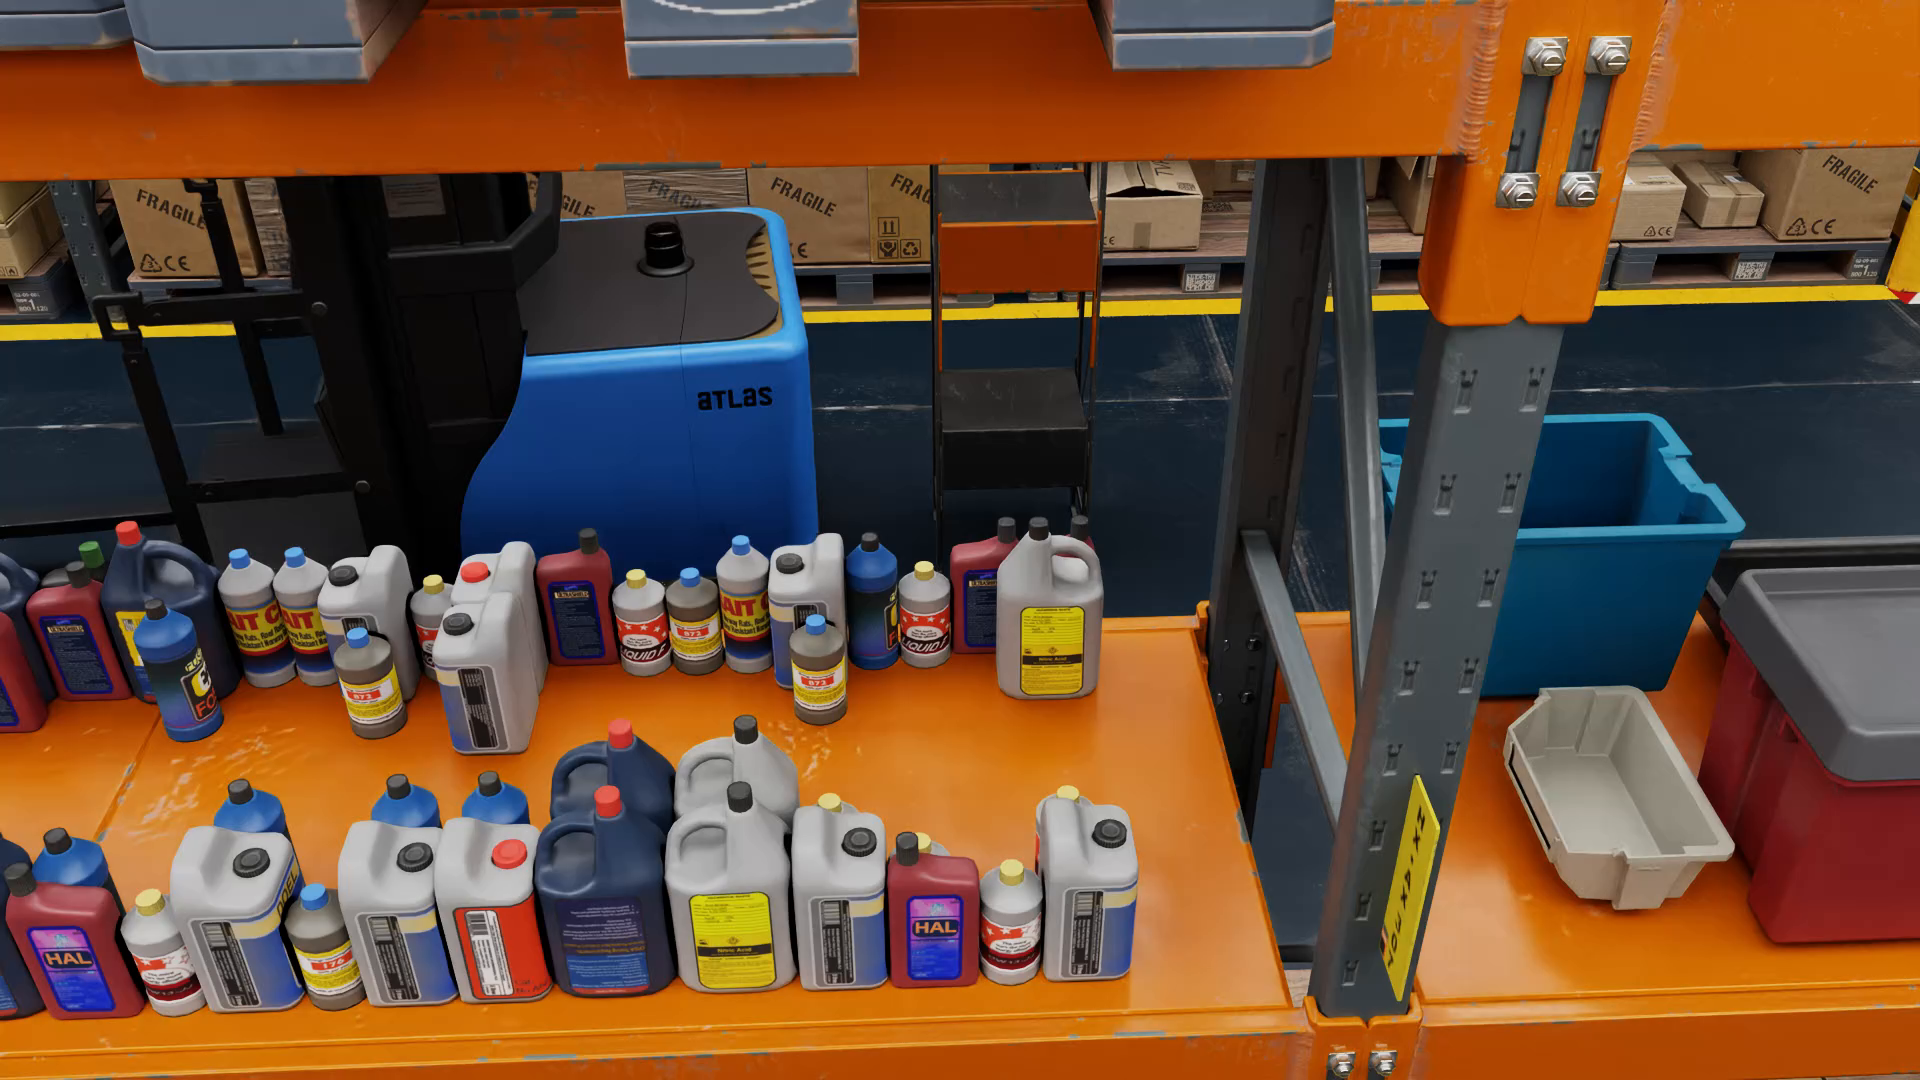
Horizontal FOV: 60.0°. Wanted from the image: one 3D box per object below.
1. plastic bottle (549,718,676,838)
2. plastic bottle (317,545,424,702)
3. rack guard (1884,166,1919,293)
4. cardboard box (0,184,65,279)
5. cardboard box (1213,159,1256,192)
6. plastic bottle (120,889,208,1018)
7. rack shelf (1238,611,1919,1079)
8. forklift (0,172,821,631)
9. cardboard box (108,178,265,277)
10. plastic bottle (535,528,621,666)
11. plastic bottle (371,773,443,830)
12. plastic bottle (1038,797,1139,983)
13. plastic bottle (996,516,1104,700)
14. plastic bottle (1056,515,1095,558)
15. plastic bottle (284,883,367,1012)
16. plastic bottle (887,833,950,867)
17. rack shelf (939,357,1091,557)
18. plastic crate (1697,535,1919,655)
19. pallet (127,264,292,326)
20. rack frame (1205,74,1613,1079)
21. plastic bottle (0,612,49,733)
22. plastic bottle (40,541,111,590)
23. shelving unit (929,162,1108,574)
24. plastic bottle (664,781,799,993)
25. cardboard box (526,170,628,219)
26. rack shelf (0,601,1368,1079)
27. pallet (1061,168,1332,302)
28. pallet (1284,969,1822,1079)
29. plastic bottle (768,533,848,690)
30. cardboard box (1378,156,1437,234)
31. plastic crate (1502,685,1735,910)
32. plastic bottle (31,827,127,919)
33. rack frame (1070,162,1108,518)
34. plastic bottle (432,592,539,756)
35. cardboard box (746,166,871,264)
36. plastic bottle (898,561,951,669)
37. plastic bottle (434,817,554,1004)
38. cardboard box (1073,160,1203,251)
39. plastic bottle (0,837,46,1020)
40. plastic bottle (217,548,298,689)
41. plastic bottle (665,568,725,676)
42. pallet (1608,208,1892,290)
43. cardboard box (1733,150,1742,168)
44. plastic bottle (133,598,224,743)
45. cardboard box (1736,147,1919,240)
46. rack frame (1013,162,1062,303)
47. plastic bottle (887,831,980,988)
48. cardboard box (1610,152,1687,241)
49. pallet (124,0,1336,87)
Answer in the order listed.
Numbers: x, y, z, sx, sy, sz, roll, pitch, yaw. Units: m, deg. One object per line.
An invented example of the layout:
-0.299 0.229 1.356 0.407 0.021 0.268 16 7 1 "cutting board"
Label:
-0.526 0.419 2.552 0.185 0.351 0.144 -2 35 -2 "plastic bottle"
-1.069 0.143 3.016 0.135 0.276 0.152 -2 35 -2 "plastic bottle"
4.257 -1.628 7.664 0.348 0.500 1.175 -2 35 -2 "rack guard"
-4.172 -1.332 7.086 0.500 0.250 0.500 -1 35 -1 "cardboard box"
1.265 -1.780 7.805 0.250 0.149 0.380 -2 35 -2 "cardboard box"
-1.159 0.593 2.431 0.097 0.201 0.097 0 35 0 "plastic bottle"
2.566 0.507 3.013 4.000 0.370 1.077 -2 35 -2 "rack shelf"
-1.986 -1.020 4.648 3.031 2.935 1.130 -5 35 -8 "forklift"
-3.190 -1.446 7.013 0.500 0.500 0.500 0 35 0 "cardboard box"
-0.705 0.104 3.066 0.133 0.283 0.061 -2 35 -2 "plastic bottle"
-0.837 0.469 2.549 0.097 0.271 0.097 0 35 0 "plastic bottle"
0.190 0.511 2.485 0.135 0.276 0.152 -2 35 -2 "plastic bottle"
0.161 0.112 2.996 0.185 0.351 0.144 -2 35 -2 "plastic bottle"
0.182 0.081 3.100 0.133 0.283 0.061 -2 35 -2 "plastic bottle"
-0.928 0.587 2.440 0.097 0.201 0.097 0 35 0 "plastic bottle"
-0.061 0.529 2.524 0.097 0.201 0.097 0 35 0 "plastic bottle"
0.165 -0.281 5.565 0.480 0.518 0.431 -2 35 -2 "rack shelf"
1.674 0.171 3.056 0.590 0.125 0.437 -2 35 -2 "plastic crate"
-2.910 -1.295 7.435 1.213 0.211 1.003 -2 35 -2 "pallet"
0.568 0.265 2.731 0.127 3.000 1.000 -2 35 -2 "rack frame"
-1.710 0.214 2.908 0.133 0.283 0.061 -2 35 -2 "plastic bottle"
-1.584 0.128 3.031 0.133 0.283 0.061 -2 35 -2 "plastic bottle"
0.165 -0.868 5.159 0.503 2.100 0.431 -2 35 -2 "shelving unit"
-0.334 0.496 2.440 0.185 0.351 0.144 -2 35 -2 "plastic bottle"
-1.645 -1.491 7.078 0.500 0.500 0.500 -3 35 -4 "cardboard box"
-1.429 0.615 2.858 4.000 0.370 1.077 -2 35 -2 "rack shelf"
1.024 -1.422 7.619 1.213 0.211 1.003 -2 35 -2 "pallet"
1.301 1.370 3.585 1.213 0.211 1.003 -2 35 -2 "pallet"
-0.277 0.122 3.047 0.135 0.276 0.152 -2 35 -2 "plastic bottle"
2.214 -1.758 7.462 0.637 0.503 0.797 -2 35 -2 "cardboard box"
1.040 0.418 2.690 0.243 0.136 0.396 -2 35 -2 "plastic crate"
-1.295 0.533 2.456 0.097 0.271 0.097 0 35 0 "plastic bottle"
0.409 -0.874 5.168 0.015 2.100 0.400 -2 35 -2 "rack frame"
-0.830 0.224 2.900 0.135 0.276 0.152 -2 35 -2 "plastic bottle"
-0.636 -1.519 7.119 0.500 0.500 0.500 -1 35 -2 "cardboard box"
-0.066 0.131 3.099 0.097 0.201 0.097 0 35 0 "plastic bottle"
-0.679 0.534 2.452 0.135 0.276 0.152 -2 35 -2 "plastic bottle"
0.767 -1.514 7.278 0.500 0.311 0.500 -2 35 -2 "cardboard box"
-1.435 0.526 2.397 0.185 0.351 0.144 -2 35 -2 "plastic bottle"
-1.283 0.135 3.032 0.097 0.271 0.097 0 35 0 "plastic bottle"
-0.492 0.143 3.082 0.097 0.201 0.097 0 35 0 "plastic bottle"
3.461 -1.487 7.714 1.213 0.211 1.003 -2 35 -2 "pallet"
3.649 -1.852 7.893 0.250 0.166 0.380 -2 35 -2 "cardboard box"
-1.373 0.220 2.909 0.097 0.271 0.097 0 35 0 "plastic bottle"
3.802 -1.657 7.318 0.500 0.500 0.500 -2 35 -2 "cardboard box"
0.338 -2.551 6.800 0.127 3.000 1.000 -2 35 -2 "rack frame"
-0.039 0.540 2.437 0.133 0.283 0.061 -2 35 -2 "plastic bottle"
2.851 -1.545 7.377 0.500 0.250 0.500 -2 35 -2 "cardboard box"
-0.210 -0.814 1.820 1.003 0.211 1.213 -2 35 -2 "pallet"
